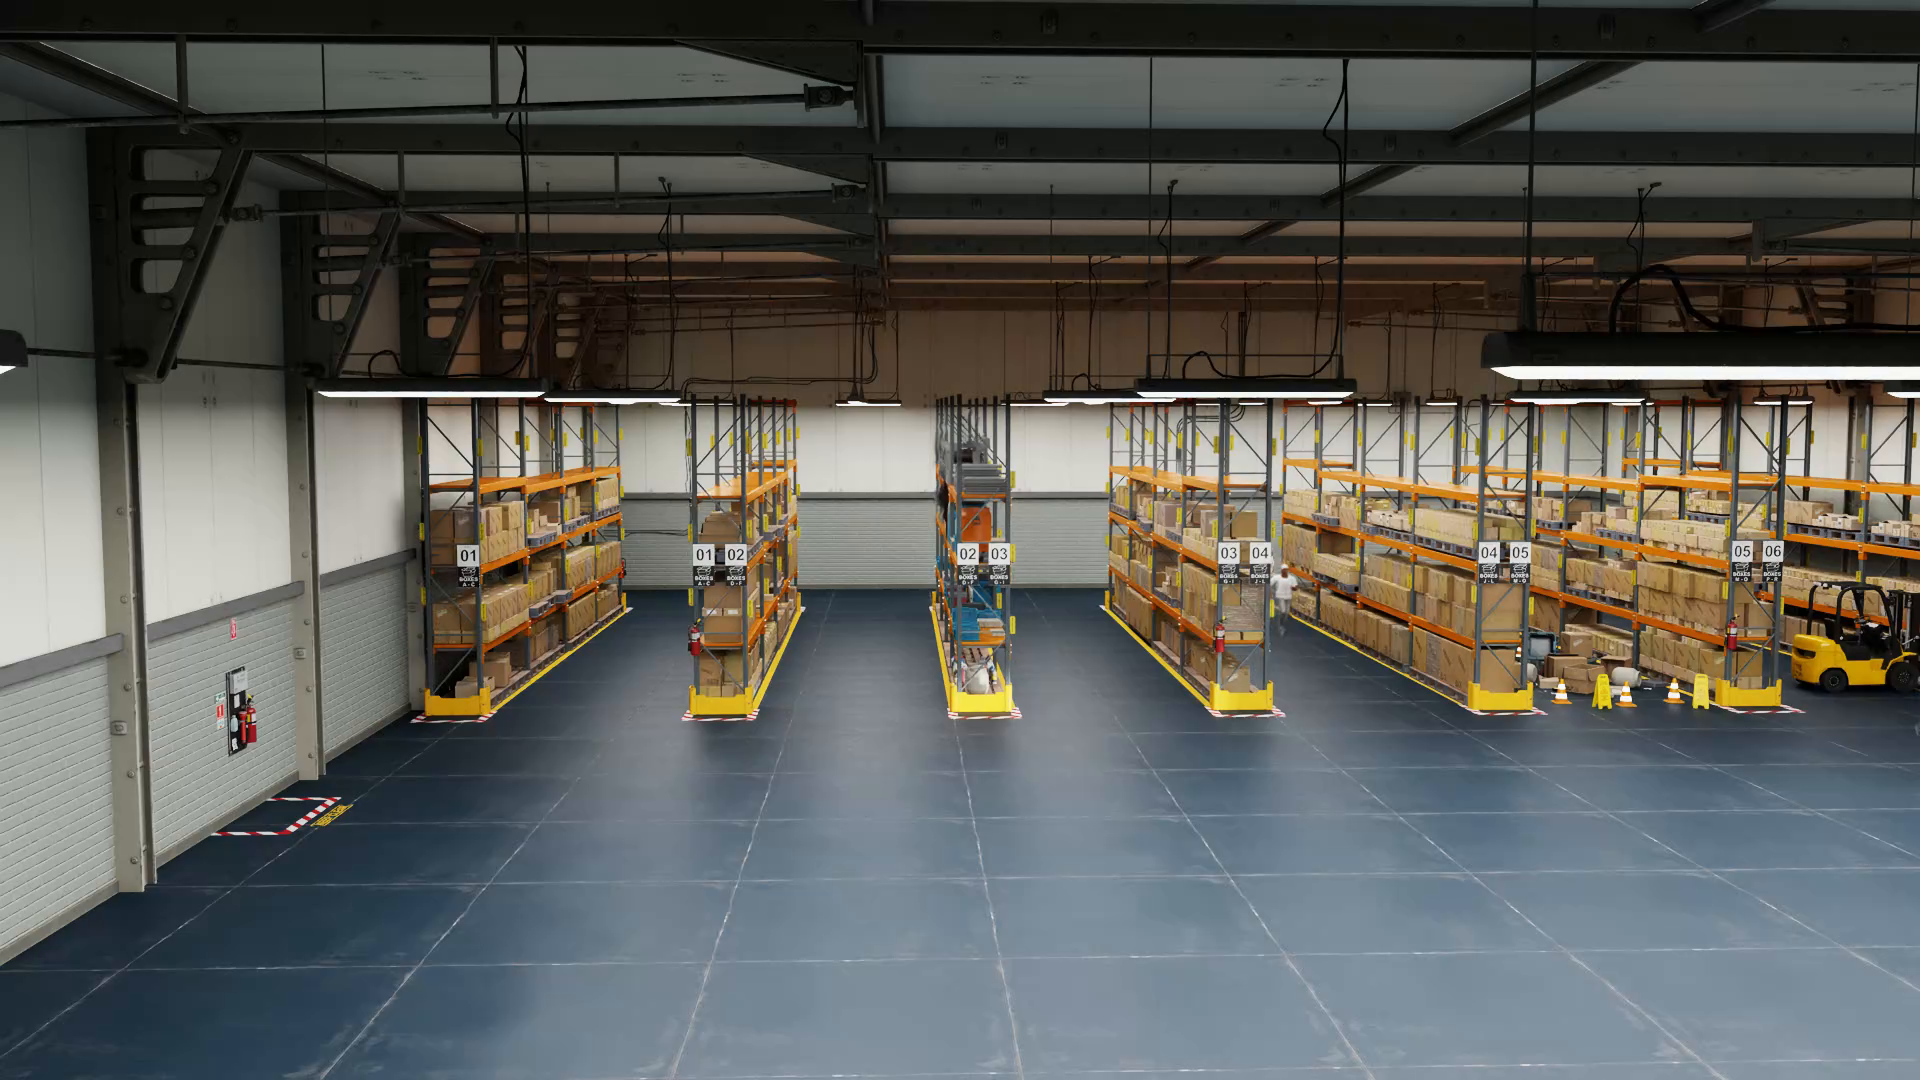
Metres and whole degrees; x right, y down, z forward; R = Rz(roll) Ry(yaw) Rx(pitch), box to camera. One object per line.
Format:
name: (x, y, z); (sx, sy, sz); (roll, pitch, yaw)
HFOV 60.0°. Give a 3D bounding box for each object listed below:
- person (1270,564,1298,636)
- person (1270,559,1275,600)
person: (8.245, 1.518, 42.301); (0.669, 1.823, 0.751); (-1, 5, -9)
person: (9.031, 1.079, 48.875); (0.713, 1.616, 0.696); (-1, 5, -12)
